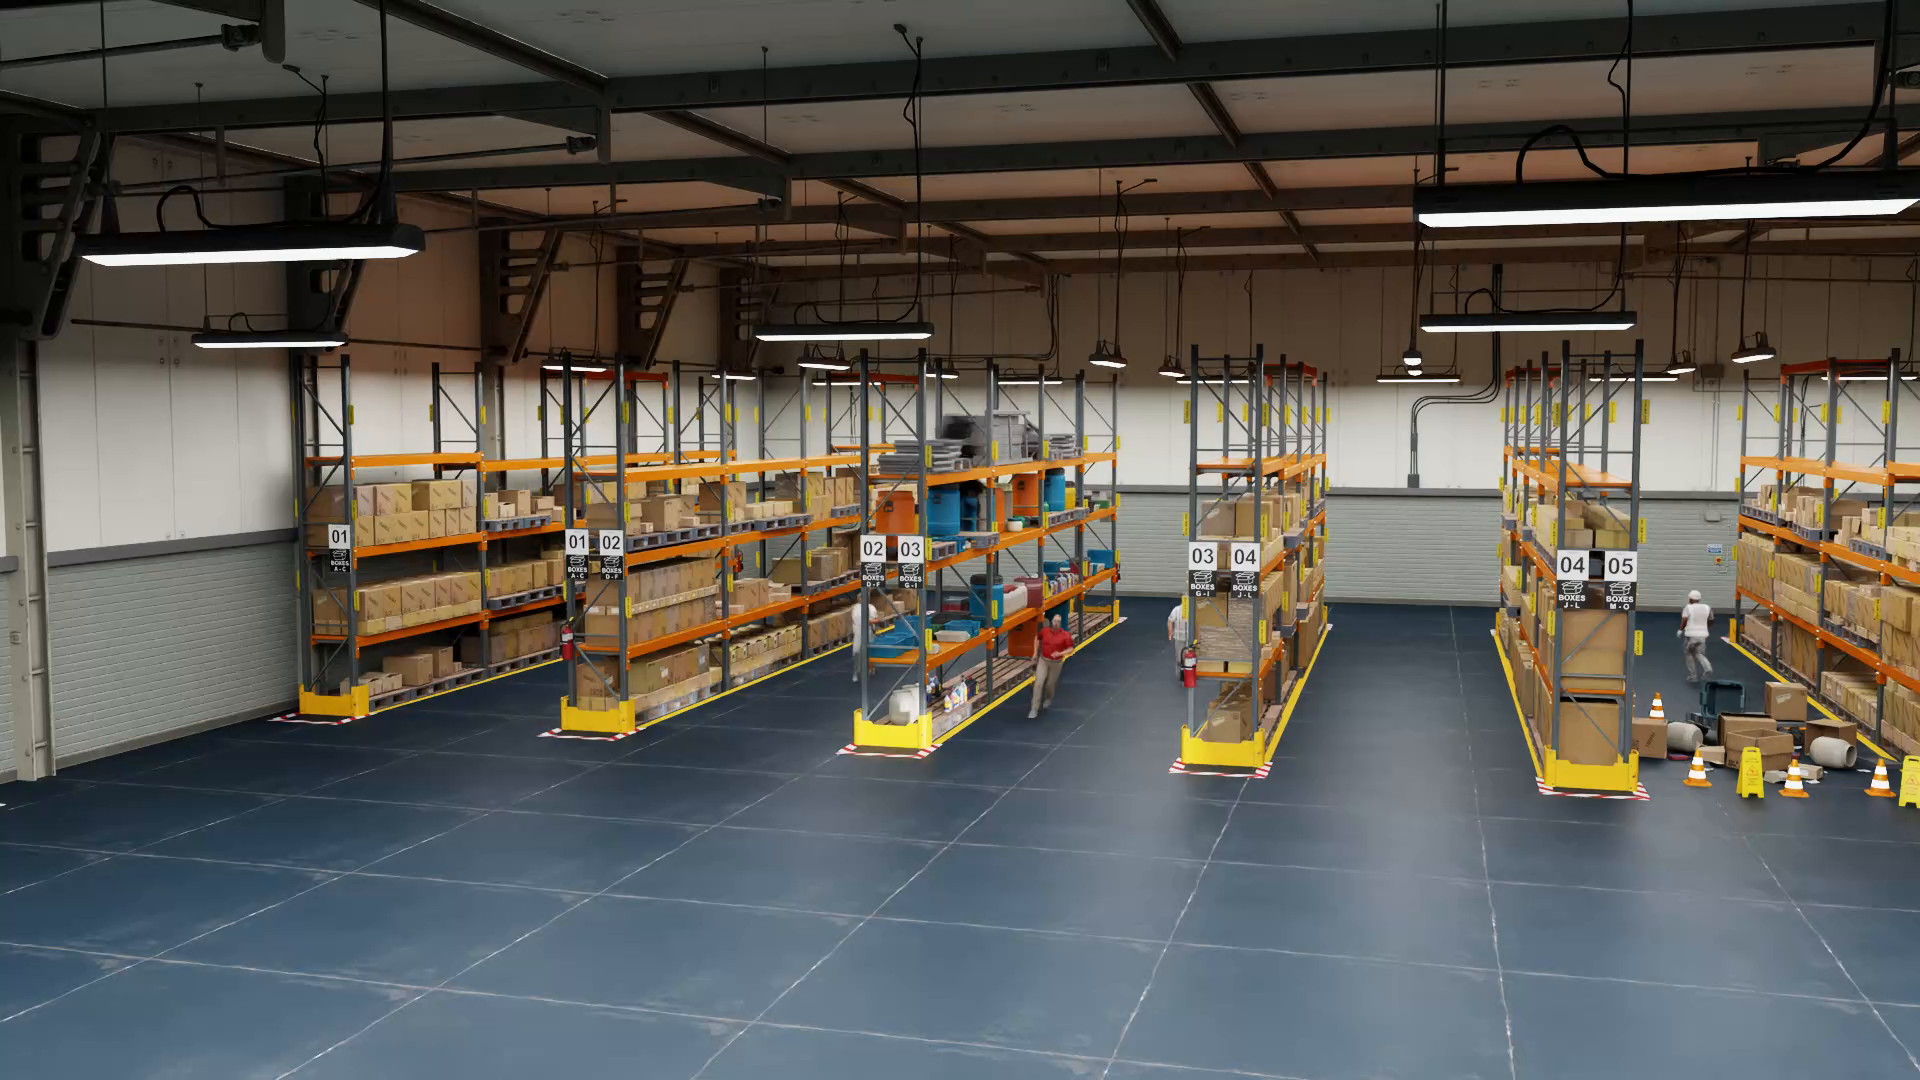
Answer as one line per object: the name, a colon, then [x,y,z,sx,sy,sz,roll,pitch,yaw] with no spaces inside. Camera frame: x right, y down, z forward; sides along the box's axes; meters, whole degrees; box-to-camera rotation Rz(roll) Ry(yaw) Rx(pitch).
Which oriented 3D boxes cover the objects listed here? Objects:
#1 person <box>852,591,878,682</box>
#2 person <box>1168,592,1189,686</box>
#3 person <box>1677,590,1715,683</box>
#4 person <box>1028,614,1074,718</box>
person: [-1.814,1.811,31.453,0.603,1.706,0.738,1,4,16]
person: [4.210,1.824,31.083,0.646,1.740,0.636,0,4,3]
person: [13.824,1.816,31.131,0.680,1.732,0.781,0,4,-1]
person: [1.543,2.071,27.708,0.707,1.683,0.949,1,4,11]
